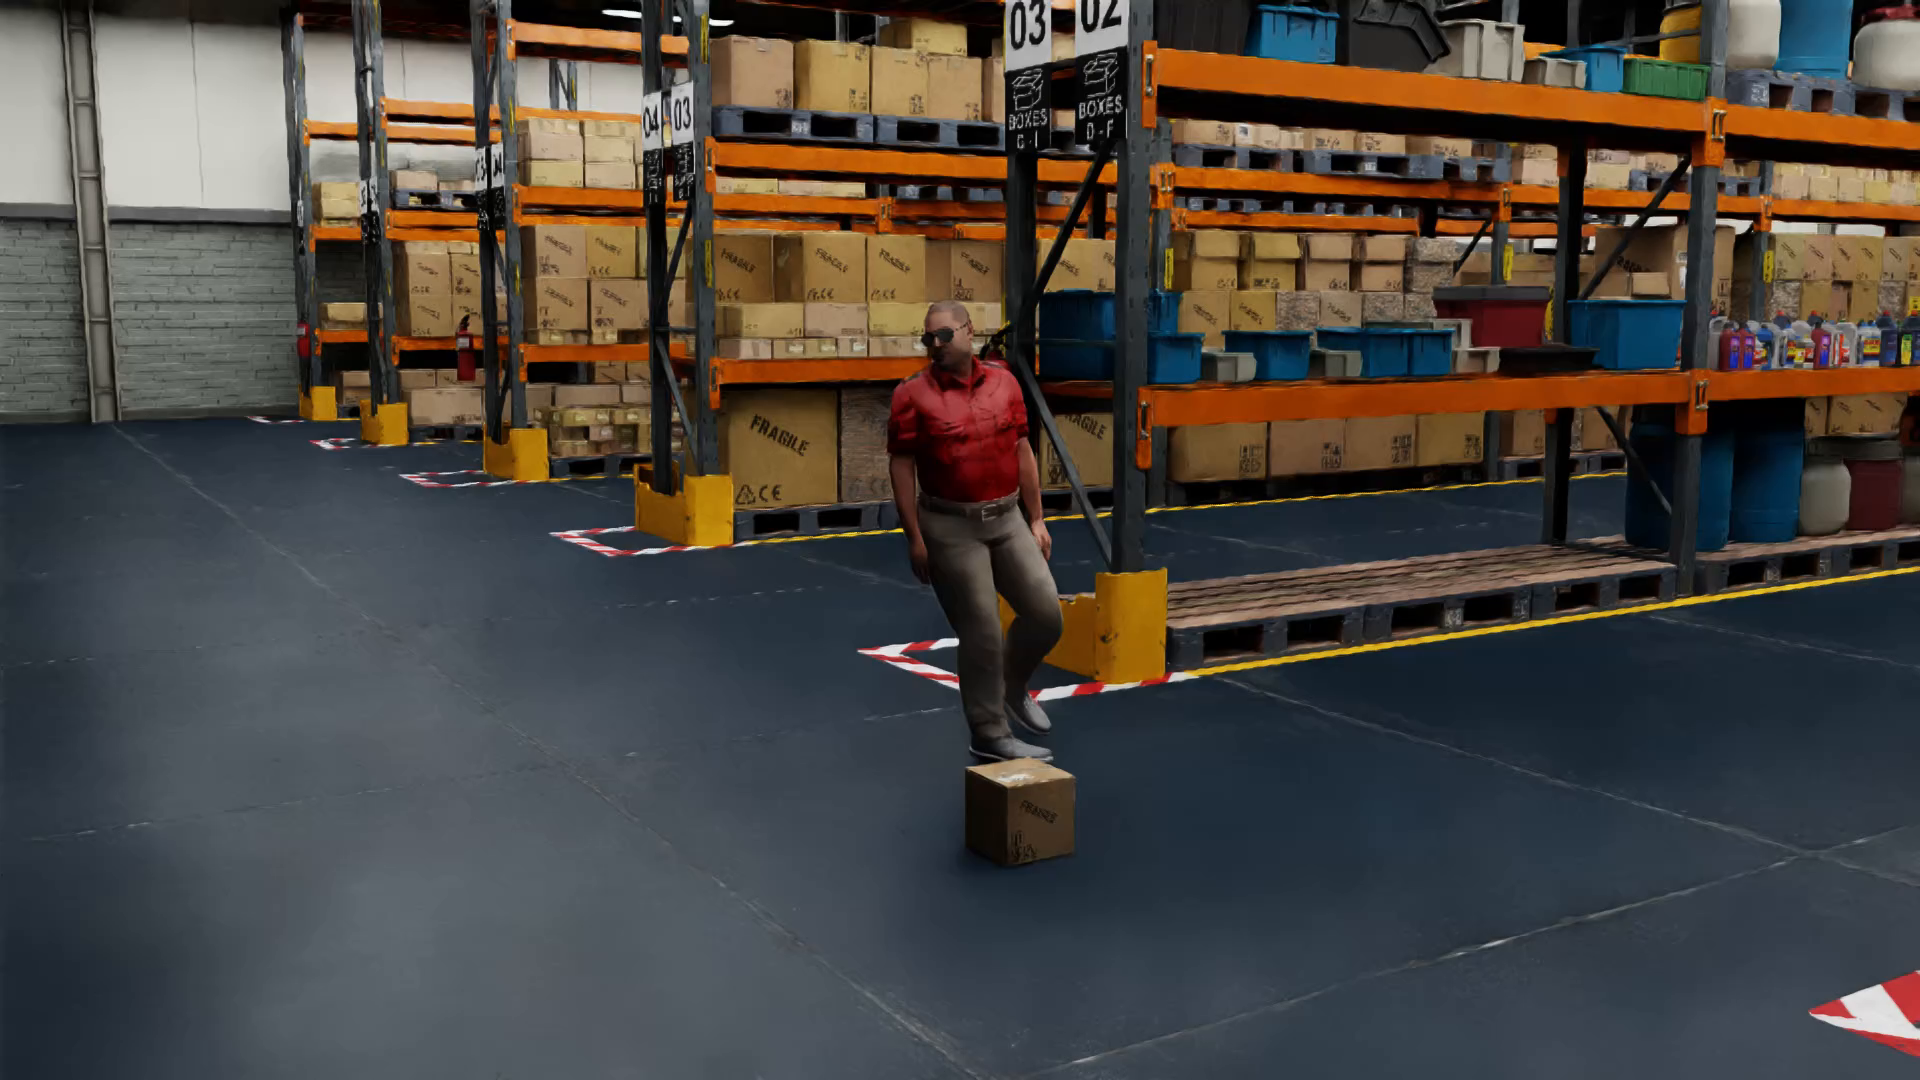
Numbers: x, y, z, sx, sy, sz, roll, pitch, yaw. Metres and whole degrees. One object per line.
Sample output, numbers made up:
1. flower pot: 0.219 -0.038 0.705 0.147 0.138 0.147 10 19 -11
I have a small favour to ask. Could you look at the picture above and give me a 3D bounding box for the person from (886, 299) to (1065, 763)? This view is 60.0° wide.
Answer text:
1. person: 0.088 -0.024 6.140 0.684 1.711 0.476 -5 10 -32
